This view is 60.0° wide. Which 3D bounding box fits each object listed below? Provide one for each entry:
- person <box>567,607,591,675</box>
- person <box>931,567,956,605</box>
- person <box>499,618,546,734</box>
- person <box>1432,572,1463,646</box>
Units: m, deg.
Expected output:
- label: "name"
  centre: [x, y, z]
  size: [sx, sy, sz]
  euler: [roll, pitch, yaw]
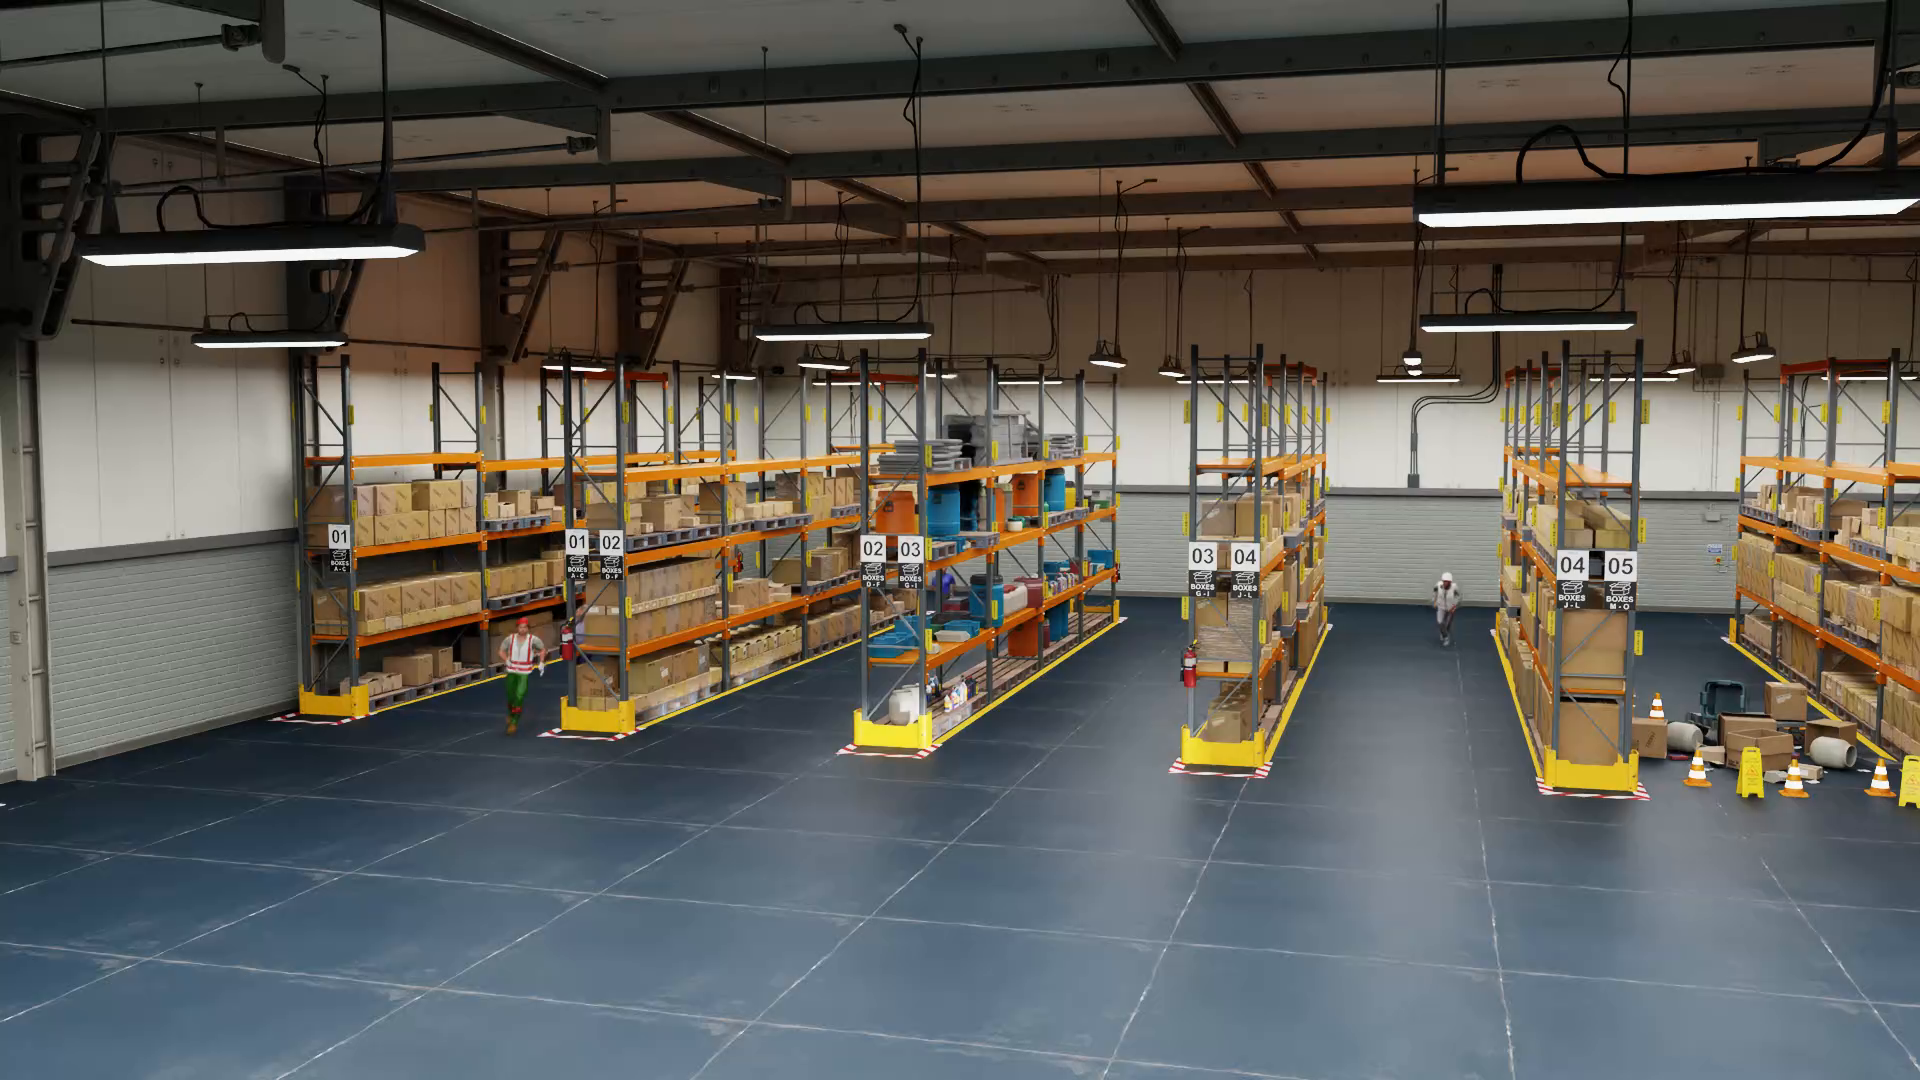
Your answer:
- label: "person"
  centre: [-6.760, 1.993, 29.539]
  size: [0.607, 1.593, 0.551]
  euler: [0, 4, 4]
- label: "person"
  centre: [-0.377, 1.371, 37.428]
  size: [0.558, 1.715, 0.722]
  euler: [0, 4, 2]
- label: "person"
  centre: [-6.970, 2.112, 26.427]
  size: [0.715, 1.782, 0.925]
  euler: [0, 4, -4]
- label: "person"
  centre: [10.662, 1.496, 36.394]
  size: [0.658, 1.645, 1.091]
  euler: [2, 5, 21]
